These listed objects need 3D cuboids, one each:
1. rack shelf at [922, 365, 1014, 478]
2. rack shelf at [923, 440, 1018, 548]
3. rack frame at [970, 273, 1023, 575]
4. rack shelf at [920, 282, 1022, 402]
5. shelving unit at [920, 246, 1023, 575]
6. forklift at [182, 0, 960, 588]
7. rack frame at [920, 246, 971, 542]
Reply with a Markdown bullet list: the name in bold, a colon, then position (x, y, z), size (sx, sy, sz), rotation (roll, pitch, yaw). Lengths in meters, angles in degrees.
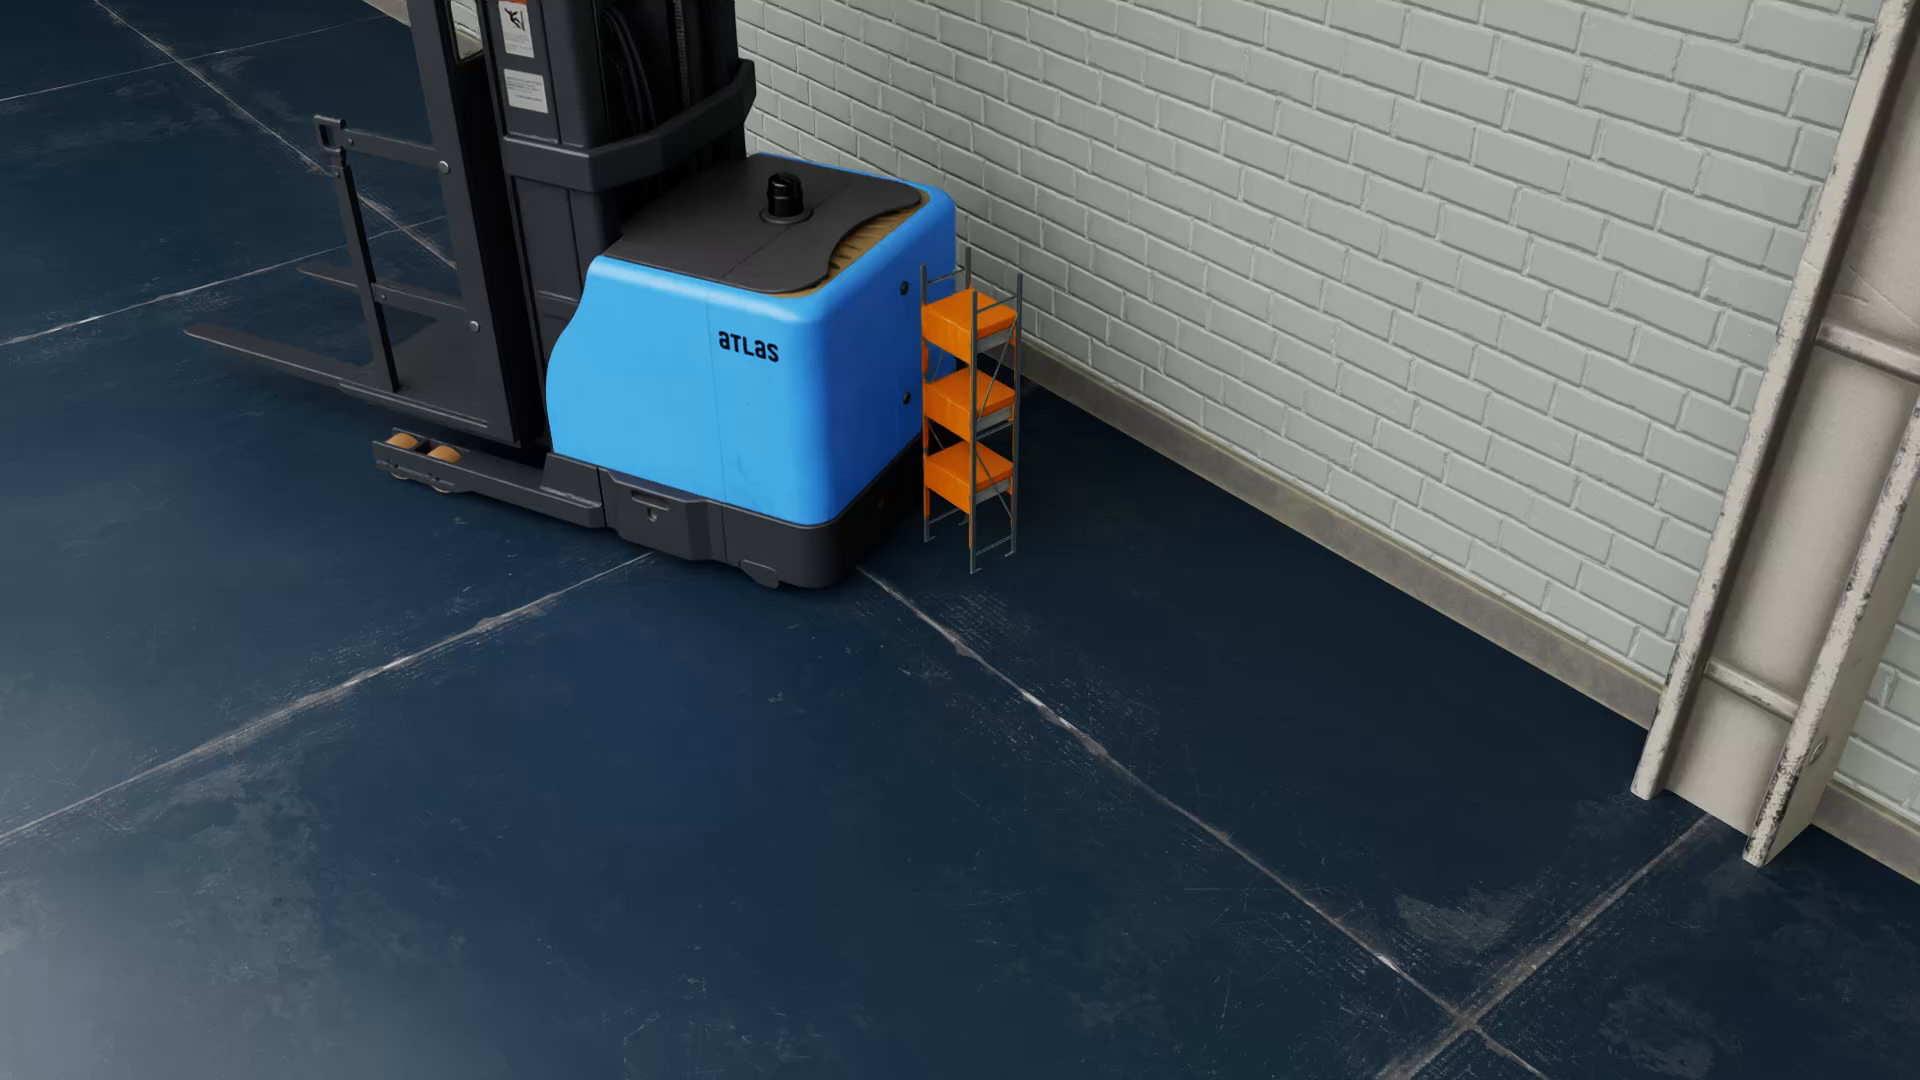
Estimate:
- **rack shelf**: position (0.035, -0.396, 5.419), size (0.215, 0.259, 0.240), rotation (-26, 43, -32)
- **rack shelf**: position (0.035, -0.169, 5.580), size (0.215, 0.259, 0.240), rotation (-26, 43, -32)
- **rack frame**: position (0.113, -0.351, 5.337), size (0.200, 1.050, 0.008), rotation (-26, 43, -32)
- **rack shelf**: position (0.035, -0.628, 5.255), size (0.215, 0.259, 0.240), rotation (-26, 43, -32)
- **shelving unit**: position (0.035, -0.405, 5.413), size (0.215, 1.050, 0.252), rotation (-26, 43, -32)
- **forklift**: position (-1.553, -1.621, 5.503), size (3.031, 2.935, 1.130), rotation (16, 38, 21)
- **rack frame**: position (-0.044, -0.459, 5.489), size (0.200, 1.050, 0.008), rotation (-26, 43, -32)
